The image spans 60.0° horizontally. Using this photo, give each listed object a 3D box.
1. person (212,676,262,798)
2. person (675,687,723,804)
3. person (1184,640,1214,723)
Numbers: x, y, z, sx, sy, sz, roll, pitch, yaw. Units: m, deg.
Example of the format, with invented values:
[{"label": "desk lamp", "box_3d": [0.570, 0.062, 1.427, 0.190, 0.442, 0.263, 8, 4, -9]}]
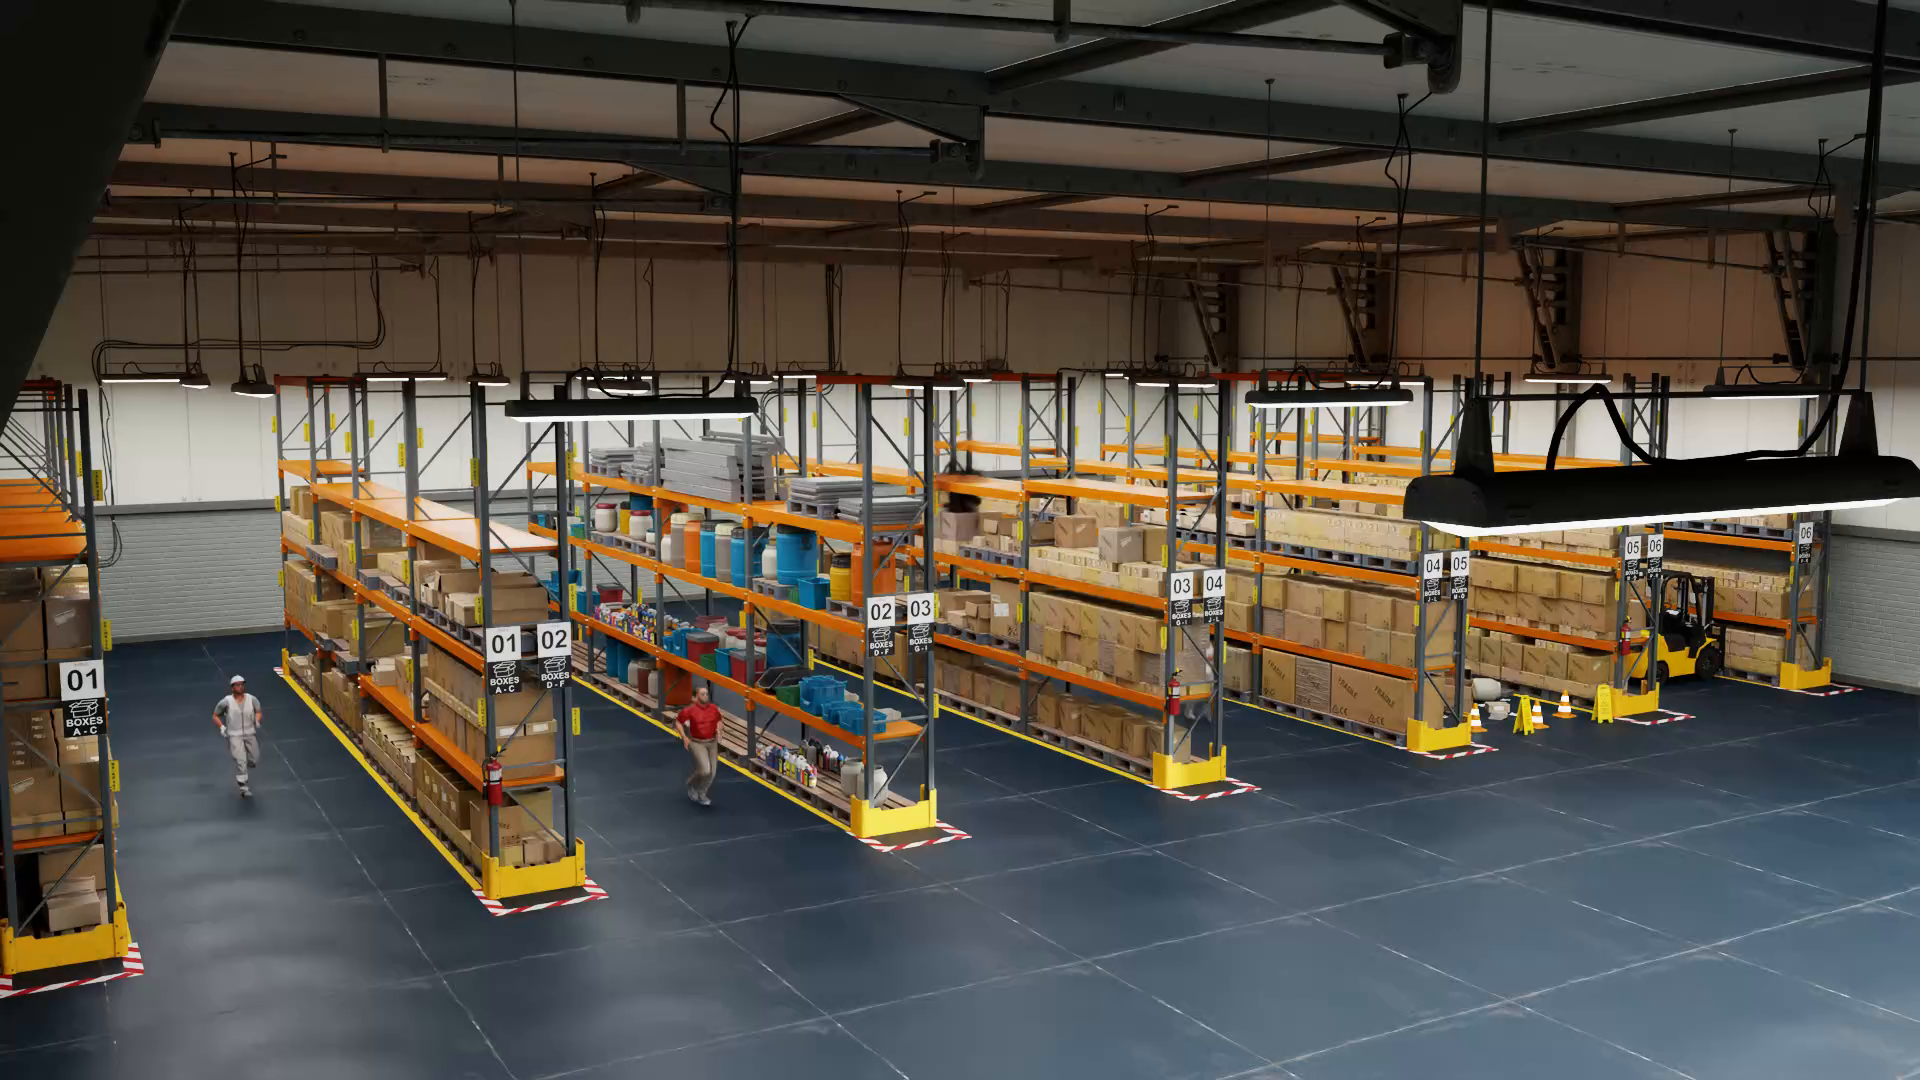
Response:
[{"label": "person", "box_3d": [-10.434, 2.831, 24.091, 0.663, 1.748, 0.780, -5, 8, -40]}, {"label": "person", "box_3d": [-3.607, 2.918, 23.505, 0.651, 1.684, 0.602, -5, 8, -39]}, {"label": "person", "box_3d": [4.224, 2.309, 28.850, 0.684, 1.816, 0.731, -5, 8, -38]}]
